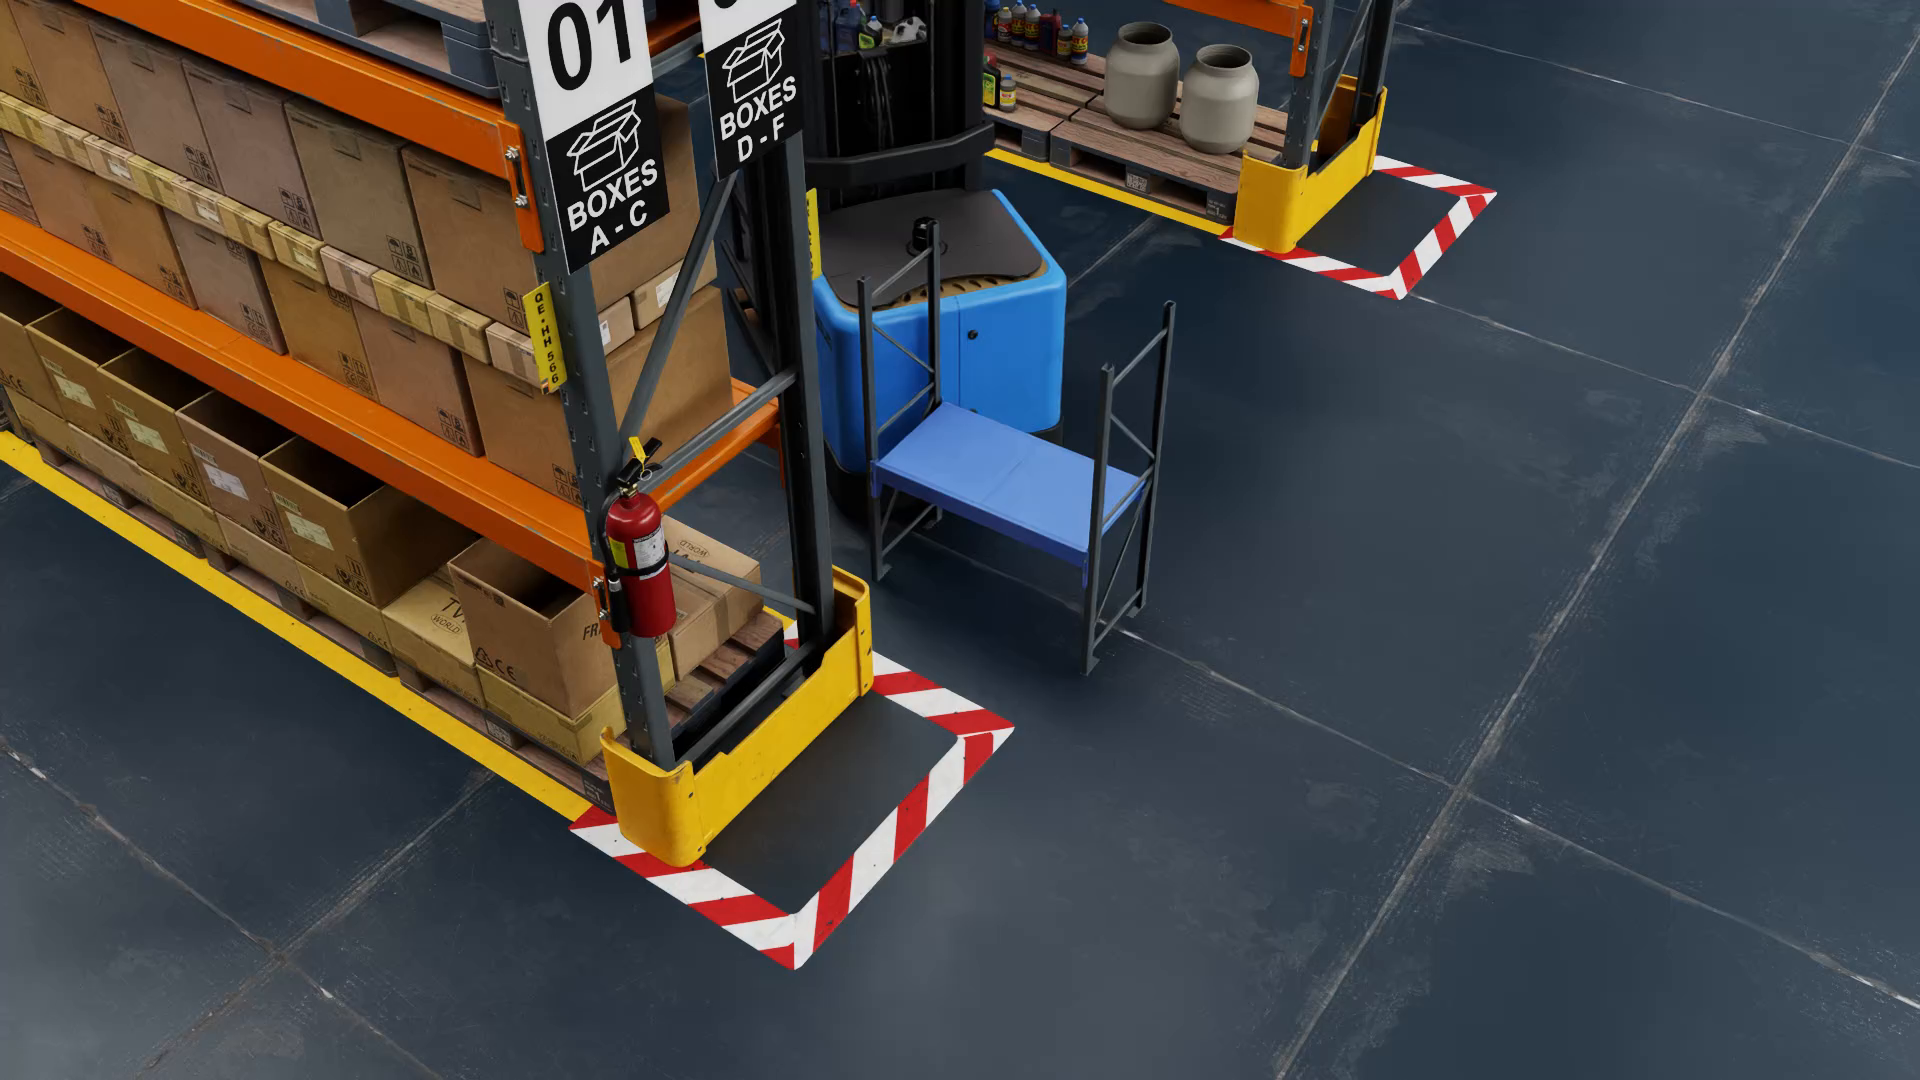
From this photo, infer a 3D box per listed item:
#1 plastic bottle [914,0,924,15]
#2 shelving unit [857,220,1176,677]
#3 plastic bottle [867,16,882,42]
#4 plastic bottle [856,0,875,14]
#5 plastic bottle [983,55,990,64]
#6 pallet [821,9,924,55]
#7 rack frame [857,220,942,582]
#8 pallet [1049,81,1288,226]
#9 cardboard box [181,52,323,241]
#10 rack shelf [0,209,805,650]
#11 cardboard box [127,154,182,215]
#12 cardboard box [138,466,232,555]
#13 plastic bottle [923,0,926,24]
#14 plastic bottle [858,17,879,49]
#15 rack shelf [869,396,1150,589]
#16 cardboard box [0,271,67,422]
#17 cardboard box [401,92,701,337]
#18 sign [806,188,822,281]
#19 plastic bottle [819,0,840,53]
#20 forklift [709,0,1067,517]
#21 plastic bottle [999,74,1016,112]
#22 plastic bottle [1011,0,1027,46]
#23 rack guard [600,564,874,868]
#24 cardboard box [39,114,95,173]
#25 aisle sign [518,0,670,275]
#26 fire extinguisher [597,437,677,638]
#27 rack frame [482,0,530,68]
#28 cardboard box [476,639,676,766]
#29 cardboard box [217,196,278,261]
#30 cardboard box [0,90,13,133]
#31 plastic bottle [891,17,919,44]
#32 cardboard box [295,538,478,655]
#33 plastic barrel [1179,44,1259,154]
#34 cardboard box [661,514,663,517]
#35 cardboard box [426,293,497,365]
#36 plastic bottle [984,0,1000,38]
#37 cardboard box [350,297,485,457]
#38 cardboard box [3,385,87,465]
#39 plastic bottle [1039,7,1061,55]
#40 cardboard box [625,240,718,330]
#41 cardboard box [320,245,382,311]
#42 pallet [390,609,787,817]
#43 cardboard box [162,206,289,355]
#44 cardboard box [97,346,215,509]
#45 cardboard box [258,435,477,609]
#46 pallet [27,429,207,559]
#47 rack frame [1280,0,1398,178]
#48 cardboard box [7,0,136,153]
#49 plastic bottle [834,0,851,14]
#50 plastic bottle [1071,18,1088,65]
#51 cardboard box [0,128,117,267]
[{"bbox_3d":[-0.234,-3.507,10.627,0.133,0.283,0.061,28,49,28],"label":"plastic bottle"},{"bbox_3d":[0.199,-0.341,6.506,1.048,1.500,0.538,23,47,24],"label":"shelving unit"},{"bbox_3d":[-0.522,-3.061,10.138,0.097,0.271,0.097,0,42,0],"label":"plastic bottle"},{"bbox_3d":[-0.631,-3.567,10.643,0.185,0.351,0.144,25,48,25],"label":"plastic bottle"},{"bbox_3d":[0.088,-2.751,9.787,0.135,0.276,0.152,25,48,26],"label":"plastic bottle"},{"bbox_3d":[-0.715,-3.239,10.711,1.213,0.211,1.003,25,48,25],"label":"pallet"},{"bbox_3d":[-0.227,-0.525,6.712,0.032,1.500,0.500,23,47,24],"label":"rack frame"},{"bbox_3d":[1.282,-2.305,9.667,1.213,0.211,1.003,25,48,25],"label":"pallet"},{"bbox_3d":[-2.079,-1.441,5.563,0.500,0.500,0.700,25,48,25],"label":"cardboard box"},{"bbox_3d":[-2.451,-0.821,6.458,4.000,0.370,1.077,25,48,25],"label":"rack shelf"},{"bbox_3d":[-2.709,-1.334,5.930,0.250,0.149,0.380,25,47,25],"label":"cardboard box"},{"bbox_3d":[-3.070,-0.255,7.033,0.500,0.250,0.500,25,48,25],"label":"cardboard box"},{"bbox_3d":[-0.165,-3.357,10.460,0.133,0.283,0.061,25,48,25],"label":"plastic bottle"},{"bbox_3d":[-0.553,-3.016,10.078,0.133,0.283,0.061,27,48,27],"label":"plastic bottle"},{"bbox_3d":[0.199,-0.207,6.626,1.000,0.185,0.538,23,47,24],"label":"rack shelf"},{"bbox_3d":[-3.889,-0.918,7.211,0.500,0.500,0.500,25,48,25],"label":"cardboard box"},{"bbox_3d":[-1.232,-1.050,5.126,0.500,0.500,0.700,25,48,25],"label":"cardboard box"},{"bbox_3d":[-0.490,-0.976,5.383,0.005,0.325,0.100,25,48,25],"label":"sign"},{"bbox_3d":[-0.819,-3.199,10.232,0.185,0.351,0.144,26,48,26],"label":"plastic bottle"},{"bbox_3d":[-0.541,-2.185,7.493,1.130,2.935,3.031,-14,44,-15],"label":"forklift"},{"bbox_3d":[0.278,-2.611,9.688,0.097,0.201,0.097,0,42,0],"label":"plastic bottle"},{"bbox_3d":[0.366,-3.207,10.301,0.097,0.271,0.097,0,42,0],"label":"plastic bottle"},{"bbox_3d":[-0.794,0.617,6.185,0.348,0.500,1.175,25,48,25],"label":"rack guard"},{"bbox_3d":[-3.143,-1.535,6.155,0.250,0.149,0.380,24,47,24],"label":"cardboard box"},{"bbox_3d":[-0.928,-1.107,4.288,0.004,0.787,0.394,25,48,25],"label":"aisle sign"},{"bbox_3d":[-0.983,0.004,5.054,0.183,0.674,0.296,25,48,25],"label":"fire extinguisher"},{"bbox_3d":[-0.814,-2.559,3.362,0.127,3.000,1.000,25,48,25],"label":"rack frame"},{"bbox_3d":[-1.422,0.501,6.188,0.500,0.250,0.500,25,48,25],"label":"cardboard box"},{"bbox_3d":[-2.297,-1.140,5.713,0.250,0.149,0.380,26,48,26],"label":"cardboard box"},{"bbox_3d":[-3.562,-1.732,6.374,0.250,0.149,0.380,24,47,24],"label":"cardboard box"},{"bbox_3d":[-0.316,-2.964,9.970,0.185,0.351,0.144,25,47,25],"label":"plastic bottle"},{"bbox_3d":[-2.249,0.125,6.608,0.500,0.250,0.500,25,48,25],"label":"cardboard box"},{"bbox_3d":[1.451,-2.466,9.307,0.421,0.512,0.421,0,42,0],"label":"plastic barrel"},{"bbox_3d":[-1.536,0.028,6.716,0.500,0.250,0.500,25,48,25],"label":"cardboard box"},{"bbox_3d":[-1.451,-0.744,5.271,0.250,0.149,0.380,26,48,26],"label":"cardboard box"},{"bbox_3d":[0.200,-3.285,10.388,0.097,0.271,0.097,0,42,0],"label":"plastic bottle"},{"bbox_3d":[-1.621,-0.745,5.758,0.500,0.500,0.700,26,48,26],"label":"cardboard box"},{"bbox_3d":[-3.883,-0.644,7.467,0.500,0.250,0.500,25,48,25],"label":"cardboard box"},{"bbox_3d":[0.553,-3.139,10.216,0.133,0.283,0.061,26,48,26],"label":"plastic bottle"},{"bbox_3d":[-1.011,-0.870,5.412,0.250,0.149,0.380,25,47,25],"label":"cardboard box"},{"bbox_3d":[-1.865,-0.940,5.489,0.250,0.149,0.380,26,48,26],"label":"cardboard box"},{"bbox_3d":[-1.464,0.446,6.594,1.213,0.211,1.003,25,48,25],"label":"pallet"},{"bbox_3d":[-2.457,-1.138,6.197,0.500,0.500,0.700,27,48,27],"label":"cardboard box"},{"bbox_3d":[-3.070,-0.535,6.783,0.500,0.500,0.500,25,48,25],"label":"cardboard box"},{"bbox_3d":[-2.251,-0.153,6.356,0.500,0.500,0.500,25,48,25],"label":"cardboard box"},{"bbox_3d":[-3.461,-0.489,7.638,1.213,0.211,1.003,25,48,25],"label":"pallet"},{"bbox_3d":[2.034,-3.026,8.383,0.127,3.000,1.000,25,48,25],"label":"rack frame"},{"bbox_3d":[-2.897,-1.825,5.992,0.500,0.500,0.700,25,48,25],"label":"cardboard box"},{"bbox_3d":[-0.736,-3.278,10.320,0.185,0.351,0.144,25,48,25],"label":"plastic bottle"},{"bbox_3d":[0.728,-3.038,10.112,0.097,0.271,0.097,0,42,0],"label":"plastic bottle"},{"bbox_3d":[-3.286,-1.528,6.633,0.500,0.500,0.700,25,47,25],"label":"cardboard box"}]
